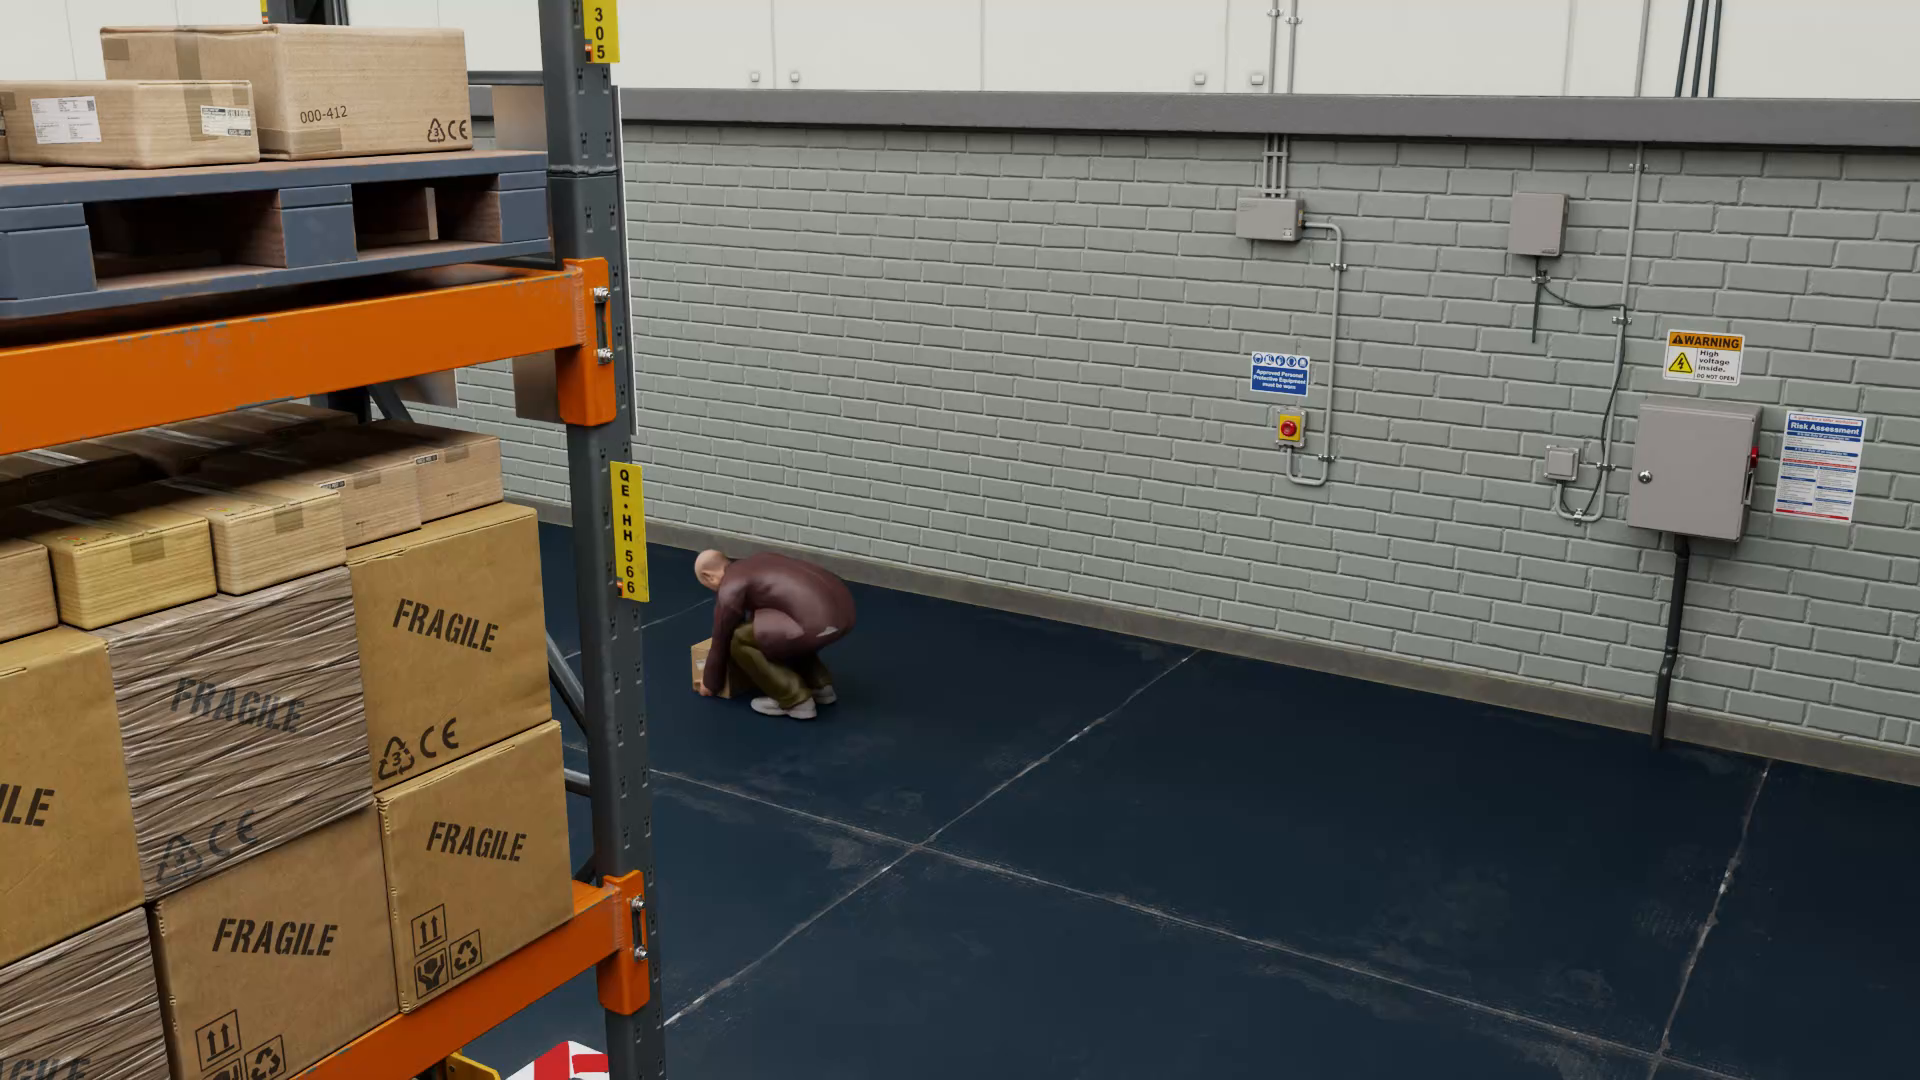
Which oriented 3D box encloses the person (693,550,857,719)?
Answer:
[{"bbox_3d":[-0.972,0.483,8.707,0.939,0.807,0.574,9,18,29],"label":"person"}]
